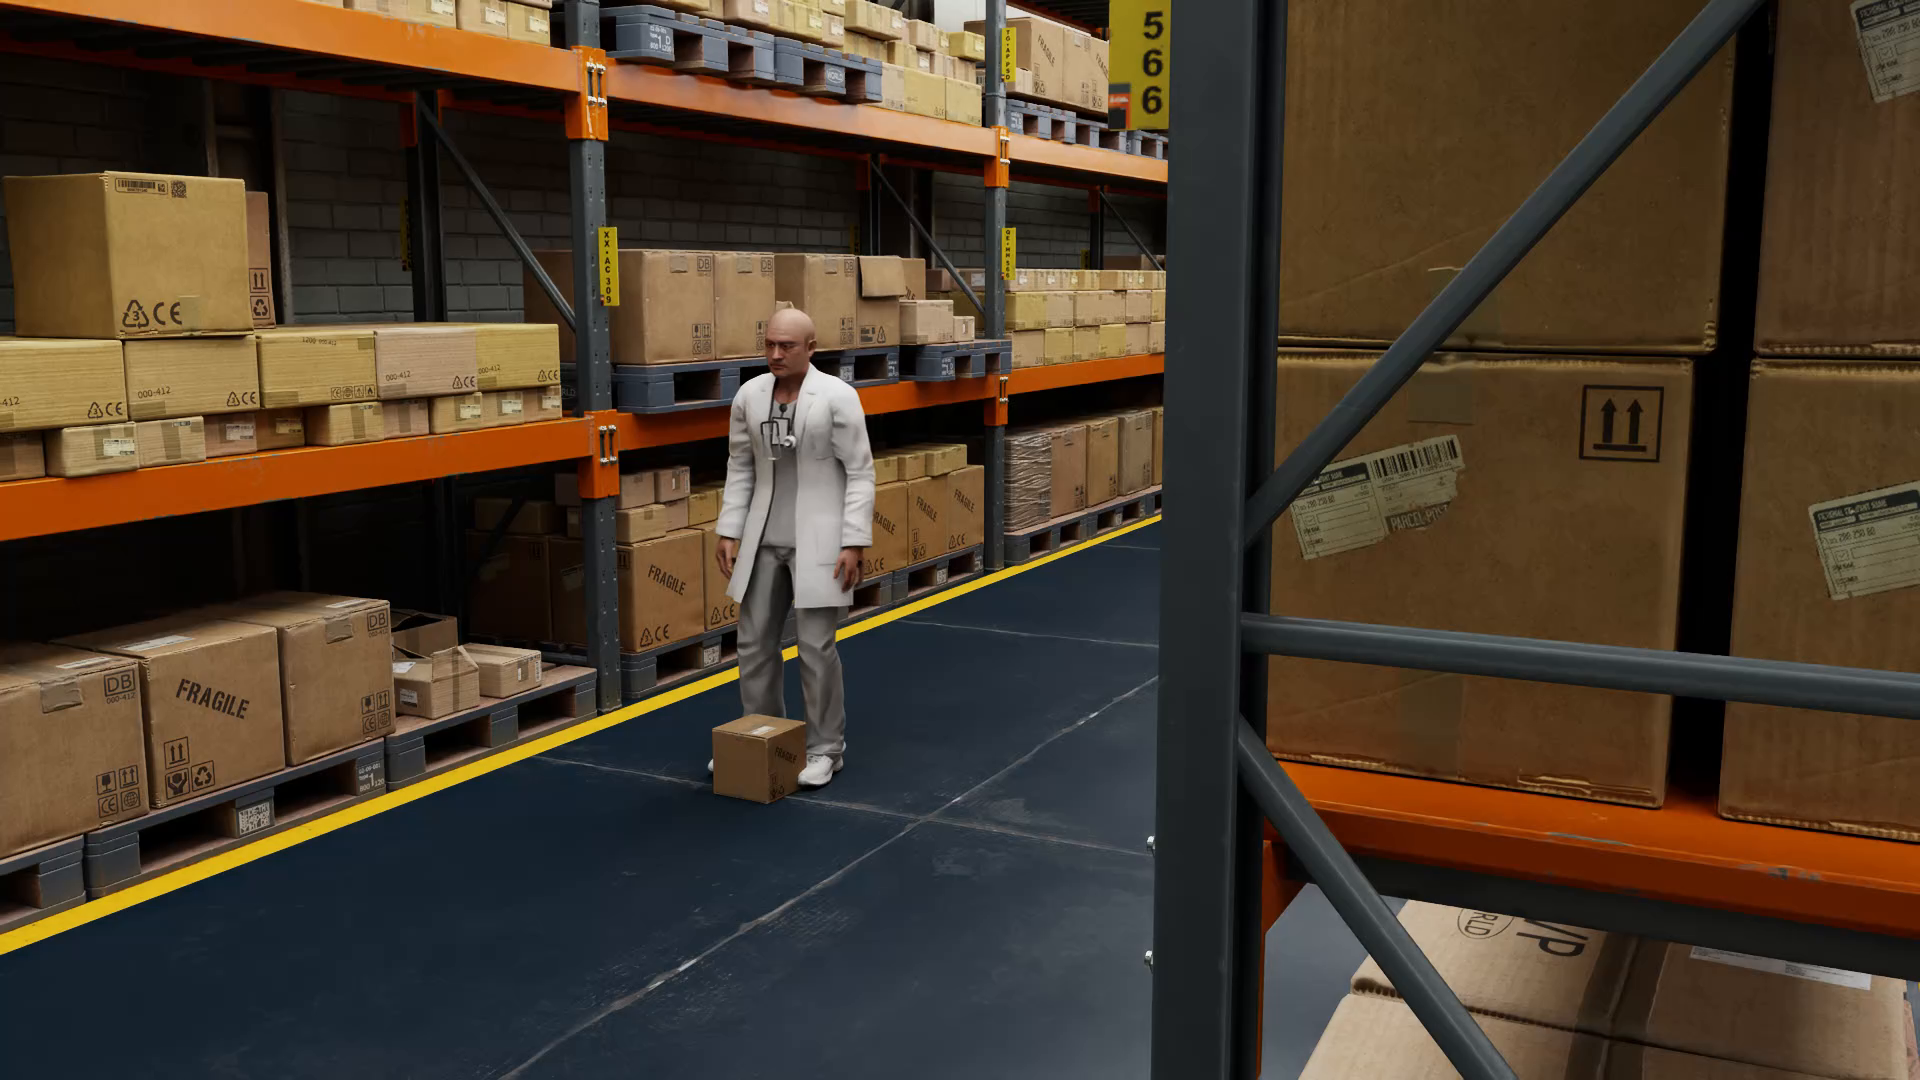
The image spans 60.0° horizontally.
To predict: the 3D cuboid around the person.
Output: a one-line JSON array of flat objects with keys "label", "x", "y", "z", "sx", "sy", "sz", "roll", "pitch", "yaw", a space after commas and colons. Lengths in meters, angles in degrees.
[{"label": "person", "x": -0.624, "y": 0.021, "z": 6.272, "sx": 0.656, "sy": 1.775, "sz": 0.418, "roll": 4, "pitch": 10, "yaw": 24}]
